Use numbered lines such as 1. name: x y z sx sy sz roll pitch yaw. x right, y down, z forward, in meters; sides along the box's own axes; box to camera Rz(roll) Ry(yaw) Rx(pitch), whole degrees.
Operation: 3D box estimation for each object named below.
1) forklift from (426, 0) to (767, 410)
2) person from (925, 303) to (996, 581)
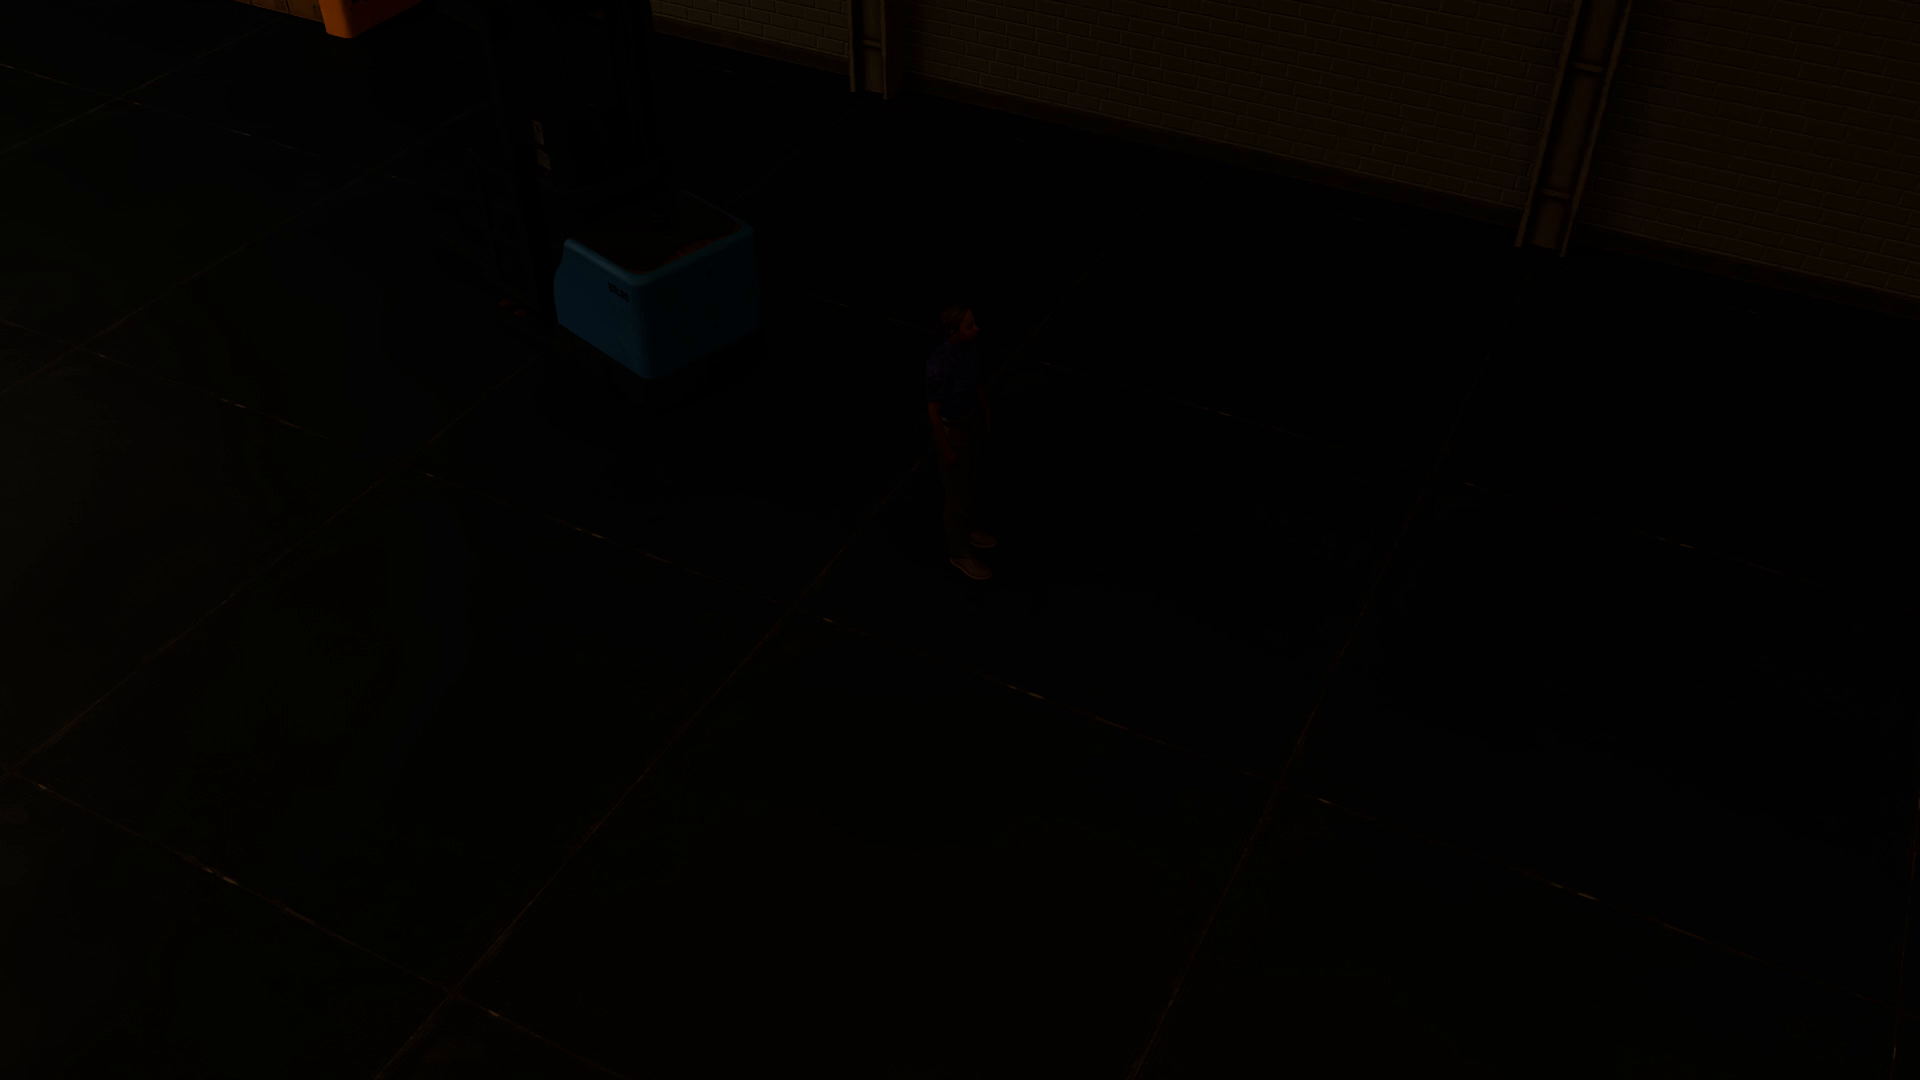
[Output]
1. forklift: -2.763 -2.832 11.349 3.031 2.935 1.130 32 50 32
2. person: 0.069 -0.601 9.680 0.503 1.656 0.569 18 43 21
